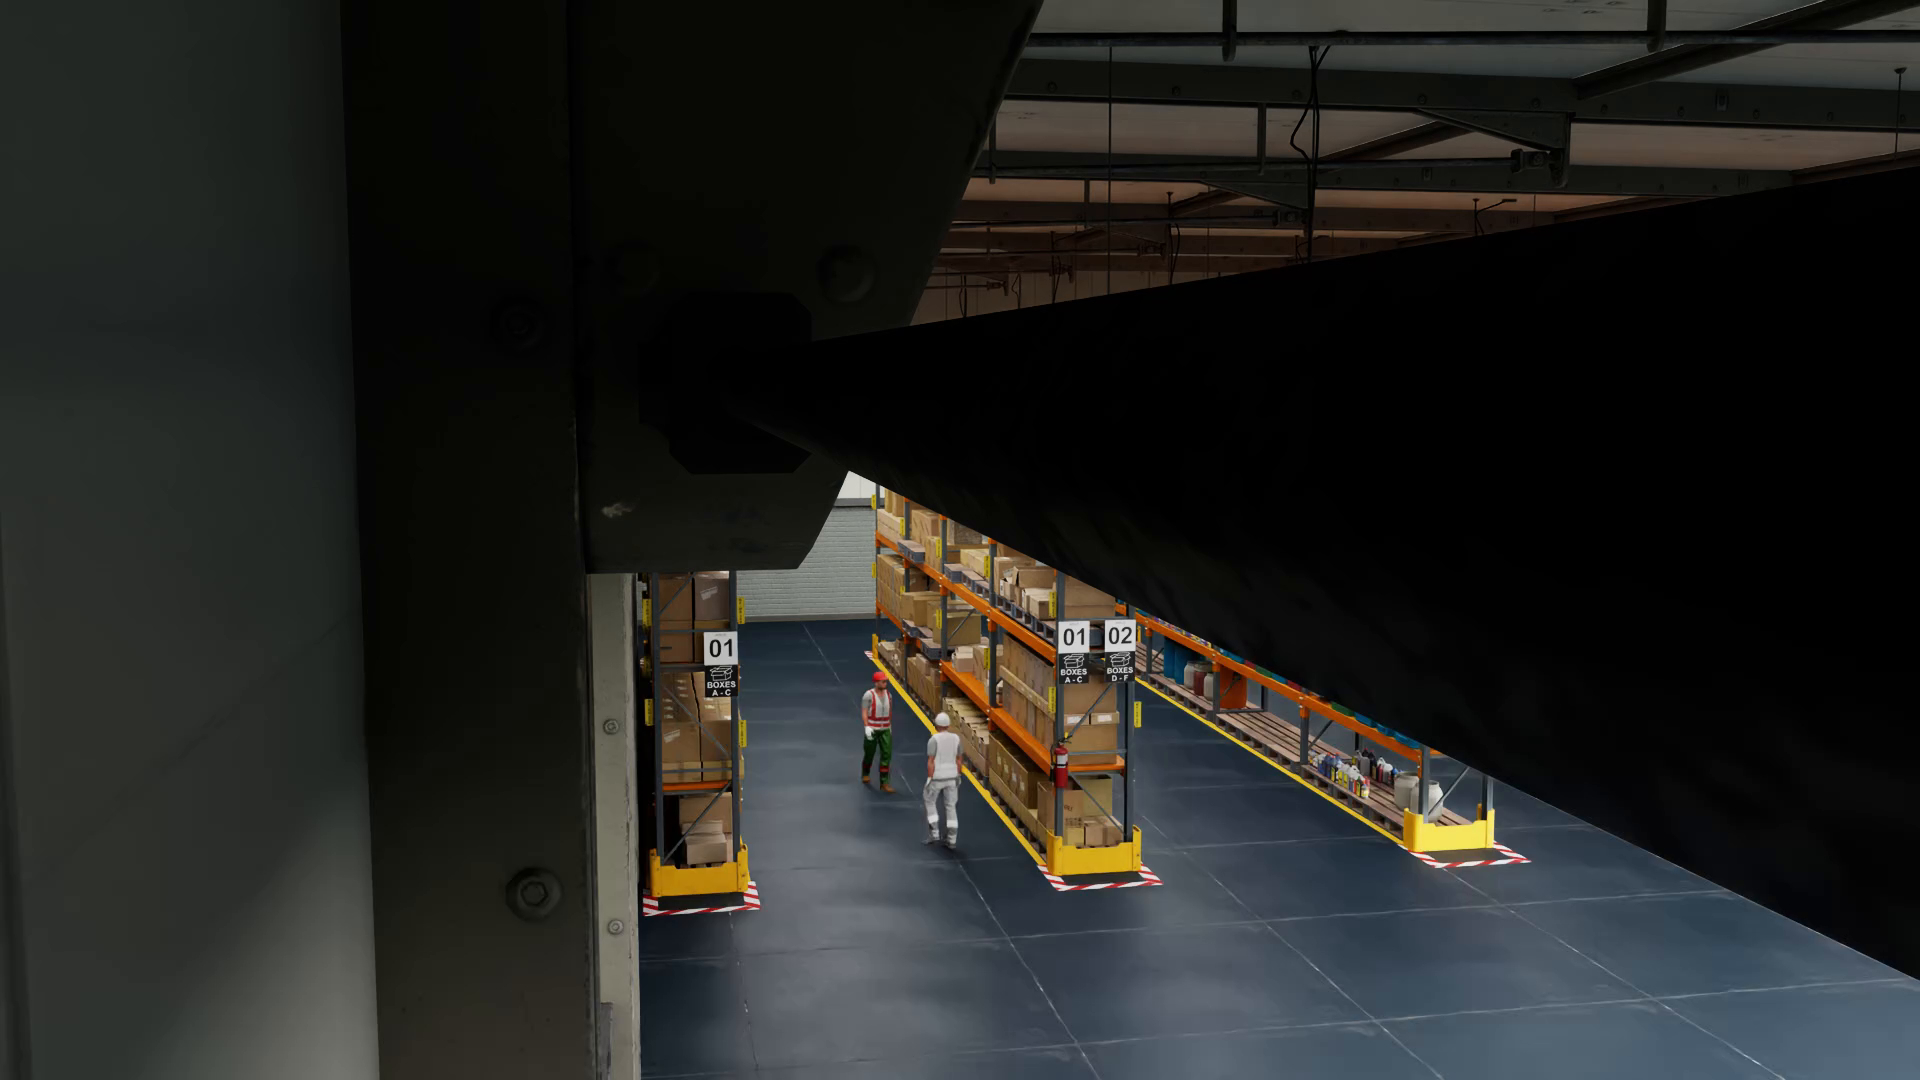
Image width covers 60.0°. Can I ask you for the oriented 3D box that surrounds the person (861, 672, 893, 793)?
[{"bbox_3d":[-1.233,2.883,25.159,0.632,1.782,0.808,-4,7,-35],"label":"person"}]

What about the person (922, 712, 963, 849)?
[{"bbox_3d":[-0.211,3.191,22.045,0.588,1.808,0.542,-3,7,-27],"label":"person"}]
